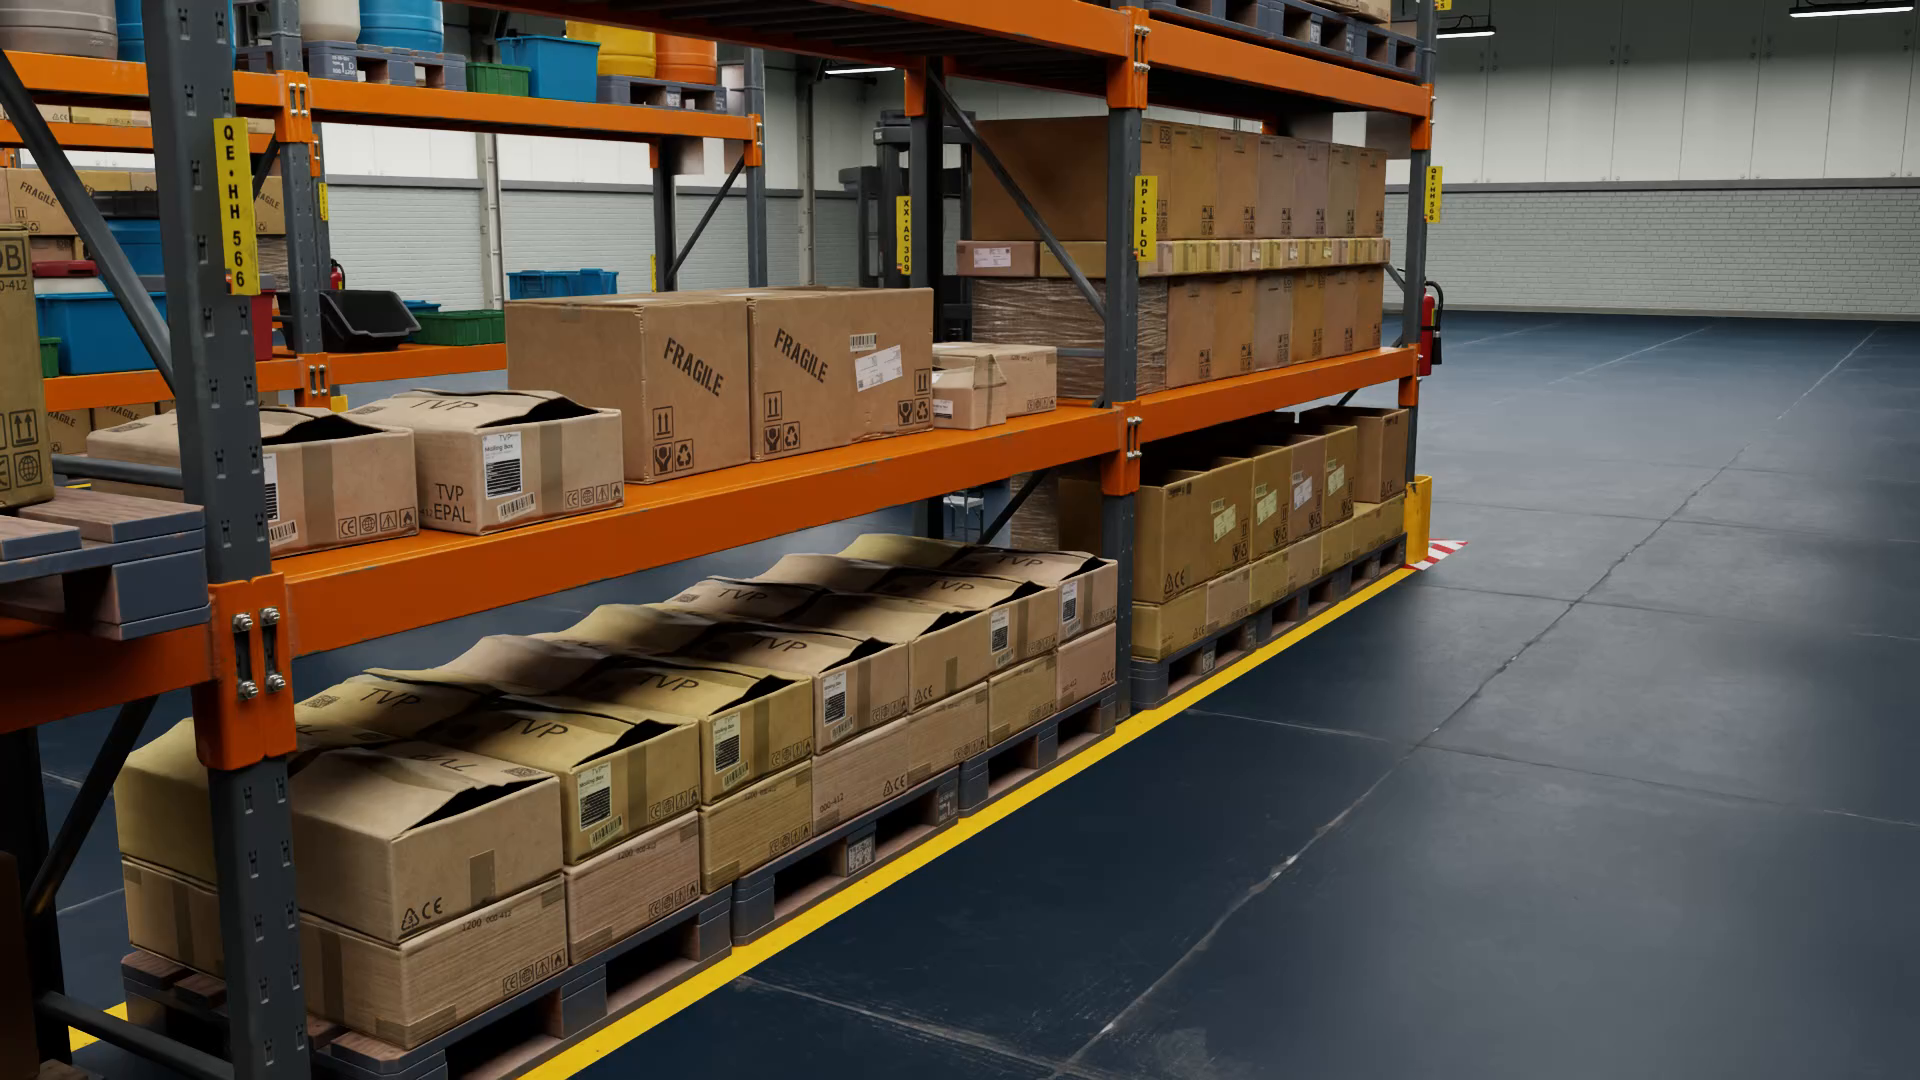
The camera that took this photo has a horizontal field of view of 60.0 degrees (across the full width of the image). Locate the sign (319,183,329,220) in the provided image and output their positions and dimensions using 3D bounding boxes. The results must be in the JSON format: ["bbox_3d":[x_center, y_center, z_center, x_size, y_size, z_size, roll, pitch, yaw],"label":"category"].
[{"bbox_3d":[-5.674,-3.017,14.829,0.100,0.325,0.005,6,12,31],"label":"sign"}]

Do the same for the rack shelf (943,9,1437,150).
[{"bbox_3d":[1.289,-2.208,8.316,1.077,0.370,4.000,6,12,31],"label":"rack shelf"}]

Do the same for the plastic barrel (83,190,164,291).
[{"bbox_3d":[-4.441,-1.461,9.161,0.600,0.901,0.708,6,12,31],"label":"plastic barrel"}]

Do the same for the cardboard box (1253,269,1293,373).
[{"bbox_3d":[1.272,-1.135,8.510,0.700,0.500,0.500,7,13,32],"label":"cardboard box"}]

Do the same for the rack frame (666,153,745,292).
[{"bbox_3d":[-1.907,-1.876,12.739,0.949,2.616,0.053,6,12,31],"label":"rack frame"}]

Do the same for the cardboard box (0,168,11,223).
[{"bbox_3d":[-7.505,-2.532,12.445,0.500,0.500,0.500,6,12,31],"label":"cardboard box"}]

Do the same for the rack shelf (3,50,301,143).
[{"bbox_3d":[-5.020,-2.053,7.487,1.077,0.370,4.000,6,12,31],"label":"rack shelf"}]

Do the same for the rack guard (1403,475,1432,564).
[{"bbox_3d":[2.339,-0.177,10.456,1.175,0.500,0.348,6,12,31],"label":"rack guard"}]

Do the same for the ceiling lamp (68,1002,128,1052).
[{"bbox_3d":[-1.424,1.006,5.492,0.159,0.001,4.000,6,12,31],"label":"ceiling lamp"}]

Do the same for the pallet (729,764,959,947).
[{"bbox_3d":[-0.731,0.910,5.435,1.003,0.211,1.213,6,12,31],"label":"pallet"}]

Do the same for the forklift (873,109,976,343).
[{"bbox_3d":[-0.388,-2.100,14.122,1.130,2.935,3.031,-3,11,-18],"label":"forklift"}]

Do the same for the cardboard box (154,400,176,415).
[{"bbox_3d":[-6.757,-1.133,14.420,0.500,0.500,0.500,-10,14,-43],"label":"cardboard box"}]

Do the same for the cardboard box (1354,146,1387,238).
[{"bbox_3d":[2.046,-2.008,9.648,0.700,0.500,0.500,6,12,31],"label":"cardboard box"}]

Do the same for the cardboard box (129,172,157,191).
[{"bbox_3d":[-6.728,-2.768,13.706,0.500,0.500,0.500,6,12,31],"label":"cardboard box"}]

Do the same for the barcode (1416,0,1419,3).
[{"bbox_3d":[2.583,-3.068,9.377,0.001,0.075,0.075,6,12,31],"label":"barcode"}]

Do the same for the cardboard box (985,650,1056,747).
[{"bbox_3d":[0.019,0.544,6.140,0.500,0.250,0.500,6,12,30],"label":"cardboard box"}]

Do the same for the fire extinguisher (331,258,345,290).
[{"bbox_3d":[-5.684,-2.285,15.133,0.296,0.674,0.183,6,12,31],"label":"fire extinguisher"}]

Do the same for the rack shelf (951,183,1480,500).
[{"bbox_3d":[3.864,-4.651,27.291,11.303,3.100,33.284,6,12,31],"label":"rack shelf"}]

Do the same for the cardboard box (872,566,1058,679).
[{"bbox_3d":[0.020,0.270,6.082,0.500,0.311,0.500,7,13,32],"label":"cardboard box"}]

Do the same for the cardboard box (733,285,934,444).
[{"bbox_3d":[-0.436,-0.620,5.757,0.500,0.500,0.500,7,13,35],"label":"cardboard box"}]

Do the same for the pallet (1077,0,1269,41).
[{"bbox_3d":[0.671,-2.340,7.308,1.003,0.211,1.213,6,12,31],"label":"pallet"}]

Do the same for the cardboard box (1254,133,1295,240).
[{"bbox_3d":[1.257,-1.767,8.358,0.700,0.500,0.500,6,12,31],"label":"cardboard box"}]

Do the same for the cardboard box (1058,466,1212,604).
[{"bbox_3d":[0.759,-0.039,7.221,0.500,0.500,0.500,6,12,31],"label":"cardboard box"}]

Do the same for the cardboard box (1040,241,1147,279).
[{"bbox_3d":[0.555,-1.165,6.904,0.380,0.149,0.250,6,12,31],"label":"cardboard box"}]

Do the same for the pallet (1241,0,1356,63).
[{"bbox_3d":[1.305,-2.532,8.329,1.003,0.211,1.213,6,12,31],"label":"pallet"}]

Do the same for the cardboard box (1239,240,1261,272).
[{"bbox_3d":[1.221,-1.368,7.989,0.380,0.149,0.250,6,12,29],"label":"cardboard box"}]

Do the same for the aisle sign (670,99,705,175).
[{"bbox_3d":[-2.118,-3.193,12.708,0.394,0.787,0.004,6,12,31],"label":"aisle sign"}]

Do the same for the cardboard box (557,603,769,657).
[{"bbox_3d":[-0.974,0.380,5.497,0.500,0.311,0.500,7,13,32],"label":"cardboard box"}]

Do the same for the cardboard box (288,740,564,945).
[{"bbox_3d":[-1.304,0.671,3.939,0.500,0.311,0.500,7,13,33],"label":"cardboard box"}]

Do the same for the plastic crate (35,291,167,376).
[{"bbox_3d":[-4.288,-1.036,8.293,0.392,0.384,0.575,6,12,31],"label":"plastic crate"}]

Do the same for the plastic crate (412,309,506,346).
[{"bbox_3d":[-3.035,-1.329,10.393,0.450,0.188,0.662,6,12,31],"label":"plastic crate"}]

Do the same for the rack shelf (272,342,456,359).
[{"bbox_3d":[-2.943,-1.304,11.105,0.919,0.124,3.809,6,12,31],"label":"rack shelf"}]

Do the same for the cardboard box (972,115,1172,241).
[{"bbox_3d":[0.475,-1.530,7.093,0.700,0.500,0.500,6,12,31],"label":"cardboard box"}]

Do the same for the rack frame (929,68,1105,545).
[{"bbox_3d":[0.253,-0.773,6.844,0.949,2.616,0.053,6,12,31],"label":"rack frame"}]

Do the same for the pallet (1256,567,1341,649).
[{"bbox_3d":[1.331,0.284,8.778,1.003,0.211,1.213,6,12,31],"label":"pallet"}]

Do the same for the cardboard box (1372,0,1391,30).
[{"bbox_3d":[2.025,-3.112,9.389,0.797,0.503,0.637,7,13,35],"label":"cardboard box"}]

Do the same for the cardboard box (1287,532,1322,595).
[{"bbox_3d":[1.533,0.093,8.553,0.500,0.250,0.500,6,12,31],"label":"cardboard box"}]

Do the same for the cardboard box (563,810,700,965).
[{"bbox_3d":[-1.043,0.868,4.413,0.500,0.250,0.500,6,12,29],"label":"cardboard box"}]

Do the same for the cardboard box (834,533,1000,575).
[{"bbox_3d":[-0.177,0.138,6.789,0.500,0.311,0.500,6,12,31],"label":"cardboard box"}]

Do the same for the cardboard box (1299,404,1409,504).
[{"bbox_3d":[2.303,-0.513,9.749,0.500,0.500,0.500,6,12,31],"label":"cardboard box"}]

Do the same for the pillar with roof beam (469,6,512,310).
[{"bbox_3d":[-6.959,-9.114,35.099,9.100,9.000,0.548,6,12,31],"label":"pillar with roof beam"}]

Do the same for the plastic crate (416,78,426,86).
[{"bbox_3d":[-3.494,-2.883,10.680,0.243,0.136,0.396,6,12,31],"label":"plastic crate"}]

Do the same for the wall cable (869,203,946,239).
[{"bbox_3d":[-1.748,-10.224,49.463,3.097,2.526,0.112,6,12,31],"label":"wall cable"}]

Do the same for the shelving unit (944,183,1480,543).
[{"bbox_3d":[3.863,-4.651,27.289,11.303,3.100,33.289,6,12,31],"label":"shelving unit"}]

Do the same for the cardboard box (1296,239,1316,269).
[{"bbox_3d":[1.620,-1.488,8.631,0.380,0.149,0.250,7,13,32],"label":"cardboard box"}]

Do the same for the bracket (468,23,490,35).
[{"bbox_3d":[-10.550,-11.196,36.435,0.235,0.232,0.430,6,12,31],"label":"bracket"}]

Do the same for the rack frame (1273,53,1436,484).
[{"bbox_3d":[2.327,-1.402,10.206,1.000,3.000,0.127,6,12,31],"label":"rack frame"}]

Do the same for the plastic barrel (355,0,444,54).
[{"bbox_3d":[-3.373,-3.320,9.798,0.600,0.901,0.708,6,12,31],"label":"plastic barrel"}]

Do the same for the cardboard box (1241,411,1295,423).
[{"bbox_3d":[1.600,-0.484,9.594,0.500,0.500,0.500,6,12,31],"label":"cardboard box"}]

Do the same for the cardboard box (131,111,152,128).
[{"bbox_3d":[-6.701,-3.491,13.621,0.500,0.250,0.500,7,13,32],"label":"cardboard box"}]

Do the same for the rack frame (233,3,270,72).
[{"bbox_3d":[-6.138,-5.298,14.713,1.000,3.000,0.127,6,12,31],"label":"rack frame"}]
